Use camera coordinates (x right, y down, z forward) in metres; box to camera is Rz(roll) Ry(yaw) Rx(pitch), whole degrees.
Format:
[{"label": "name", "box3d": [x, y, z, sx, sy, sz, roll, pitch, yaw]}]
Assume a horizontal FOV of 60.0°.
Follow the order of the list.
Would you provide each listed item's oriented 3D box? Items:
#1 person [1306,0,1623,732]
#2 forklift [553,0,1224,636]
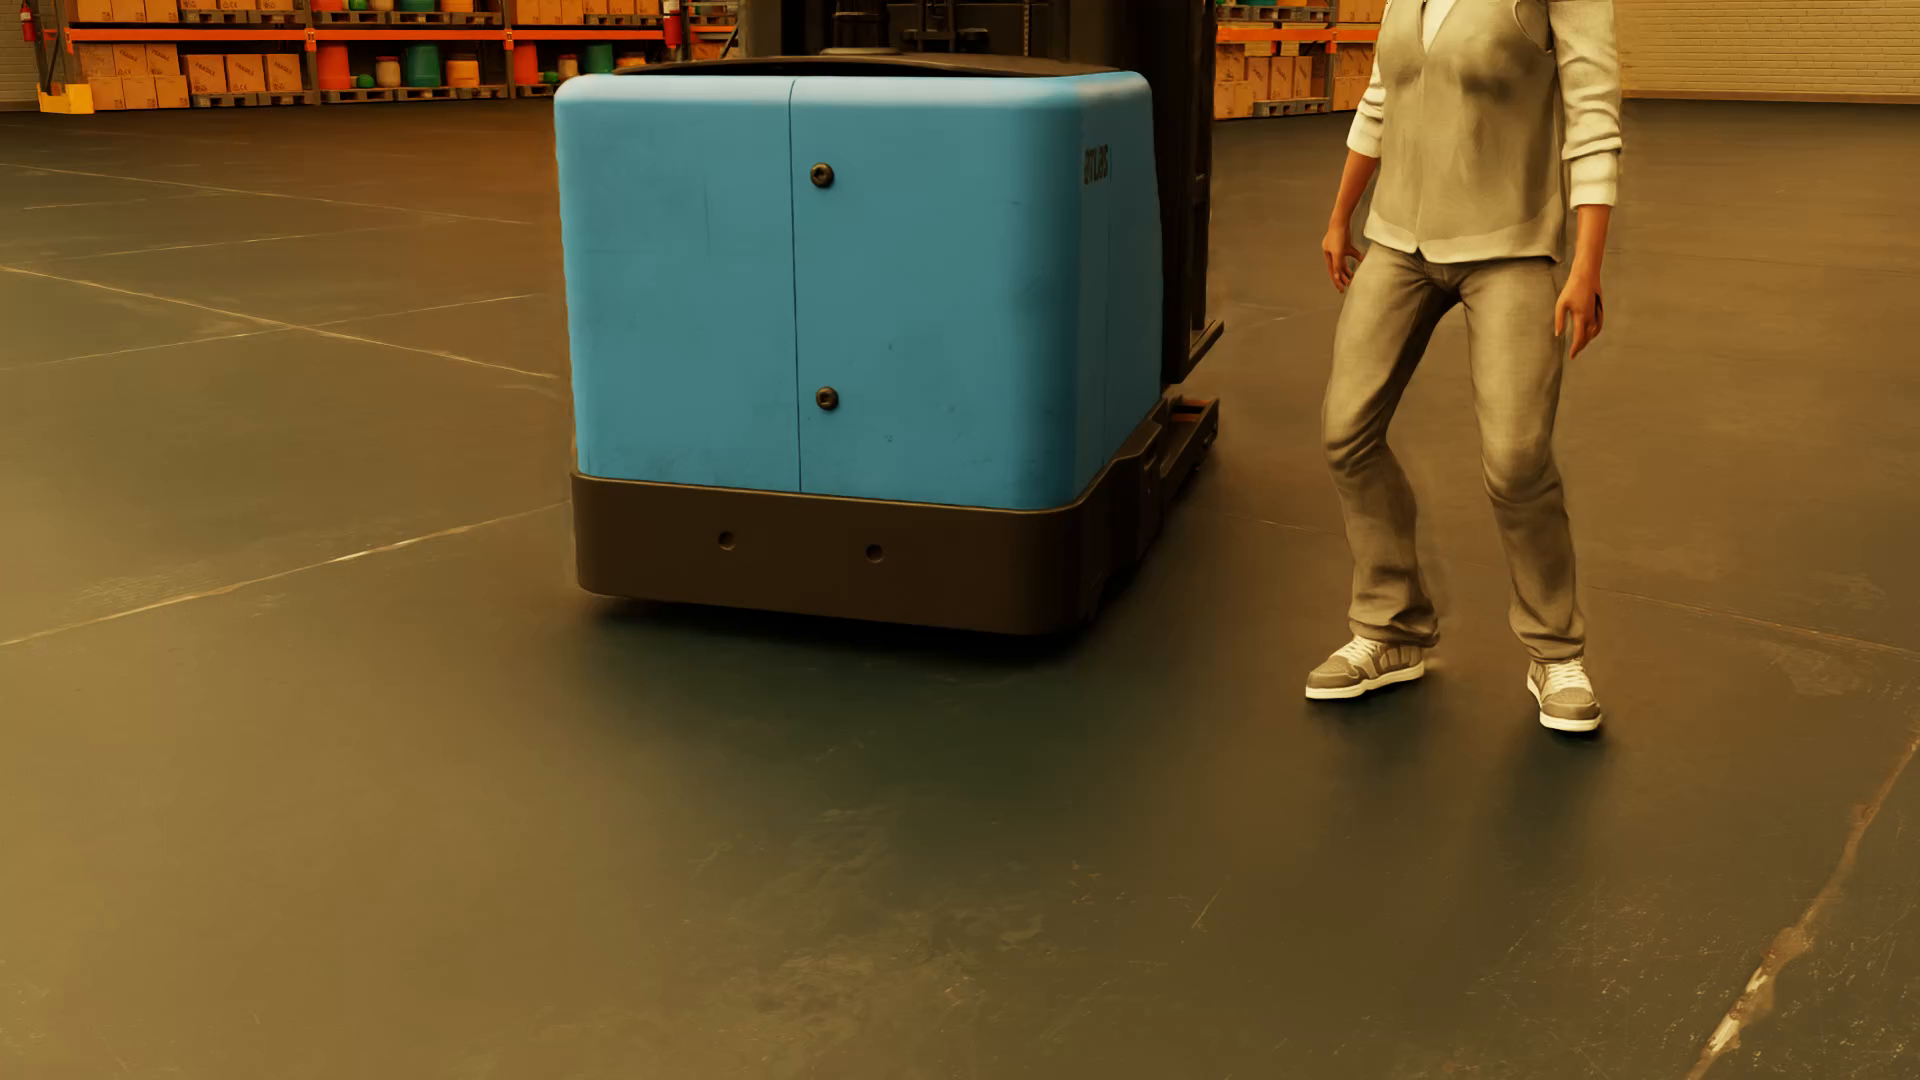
[{"label": "person", "box3d": [0.834, -0.470, 2.835, 0.429, 1.552, 0.686, -14, 22, -38]}, {"label": "forklift", "box3d": [0.113, -1.612, 4.205, 1.130, 2.935, 3.031, 5, 18, 15]}]
